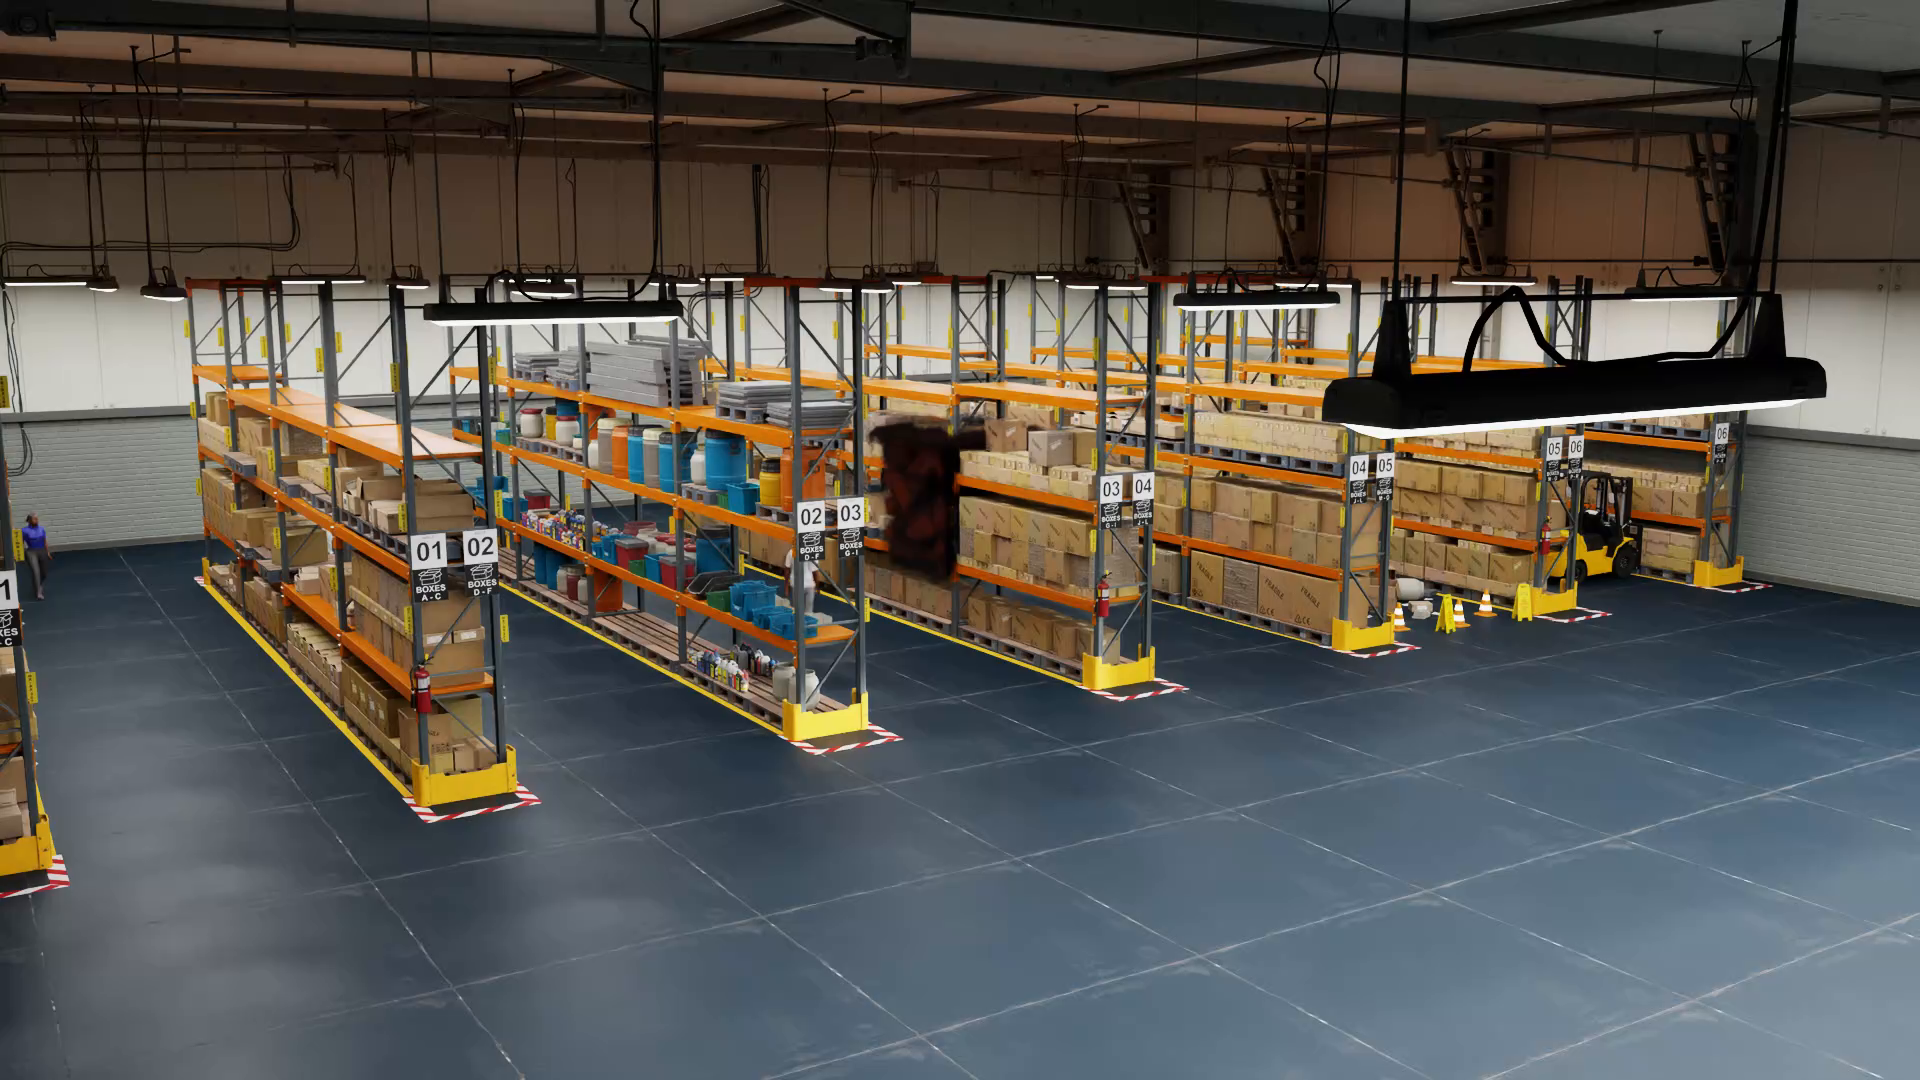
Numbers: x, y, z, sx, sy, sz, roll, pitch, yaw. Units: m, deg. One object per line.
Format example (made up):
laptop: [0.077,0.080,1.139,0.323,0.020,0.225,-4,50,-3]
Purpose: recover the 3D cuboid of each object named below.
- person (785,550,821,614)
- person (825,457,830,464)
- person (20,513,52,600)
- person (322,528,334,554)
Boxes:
person: [-2.500,0.776,26.402,0.580,1.833,0.407,0,10,2]
person: [-3.302,-1.311,41.083,0.471,1.541,0.890,0,10,1]
person: [-17.514,0.277,31.468,0.514,1.611,0.939,-9,13,-44]
person: [-13.158,-0.265,34.226,0.518,1.743,0.975,-7,12,-34]
